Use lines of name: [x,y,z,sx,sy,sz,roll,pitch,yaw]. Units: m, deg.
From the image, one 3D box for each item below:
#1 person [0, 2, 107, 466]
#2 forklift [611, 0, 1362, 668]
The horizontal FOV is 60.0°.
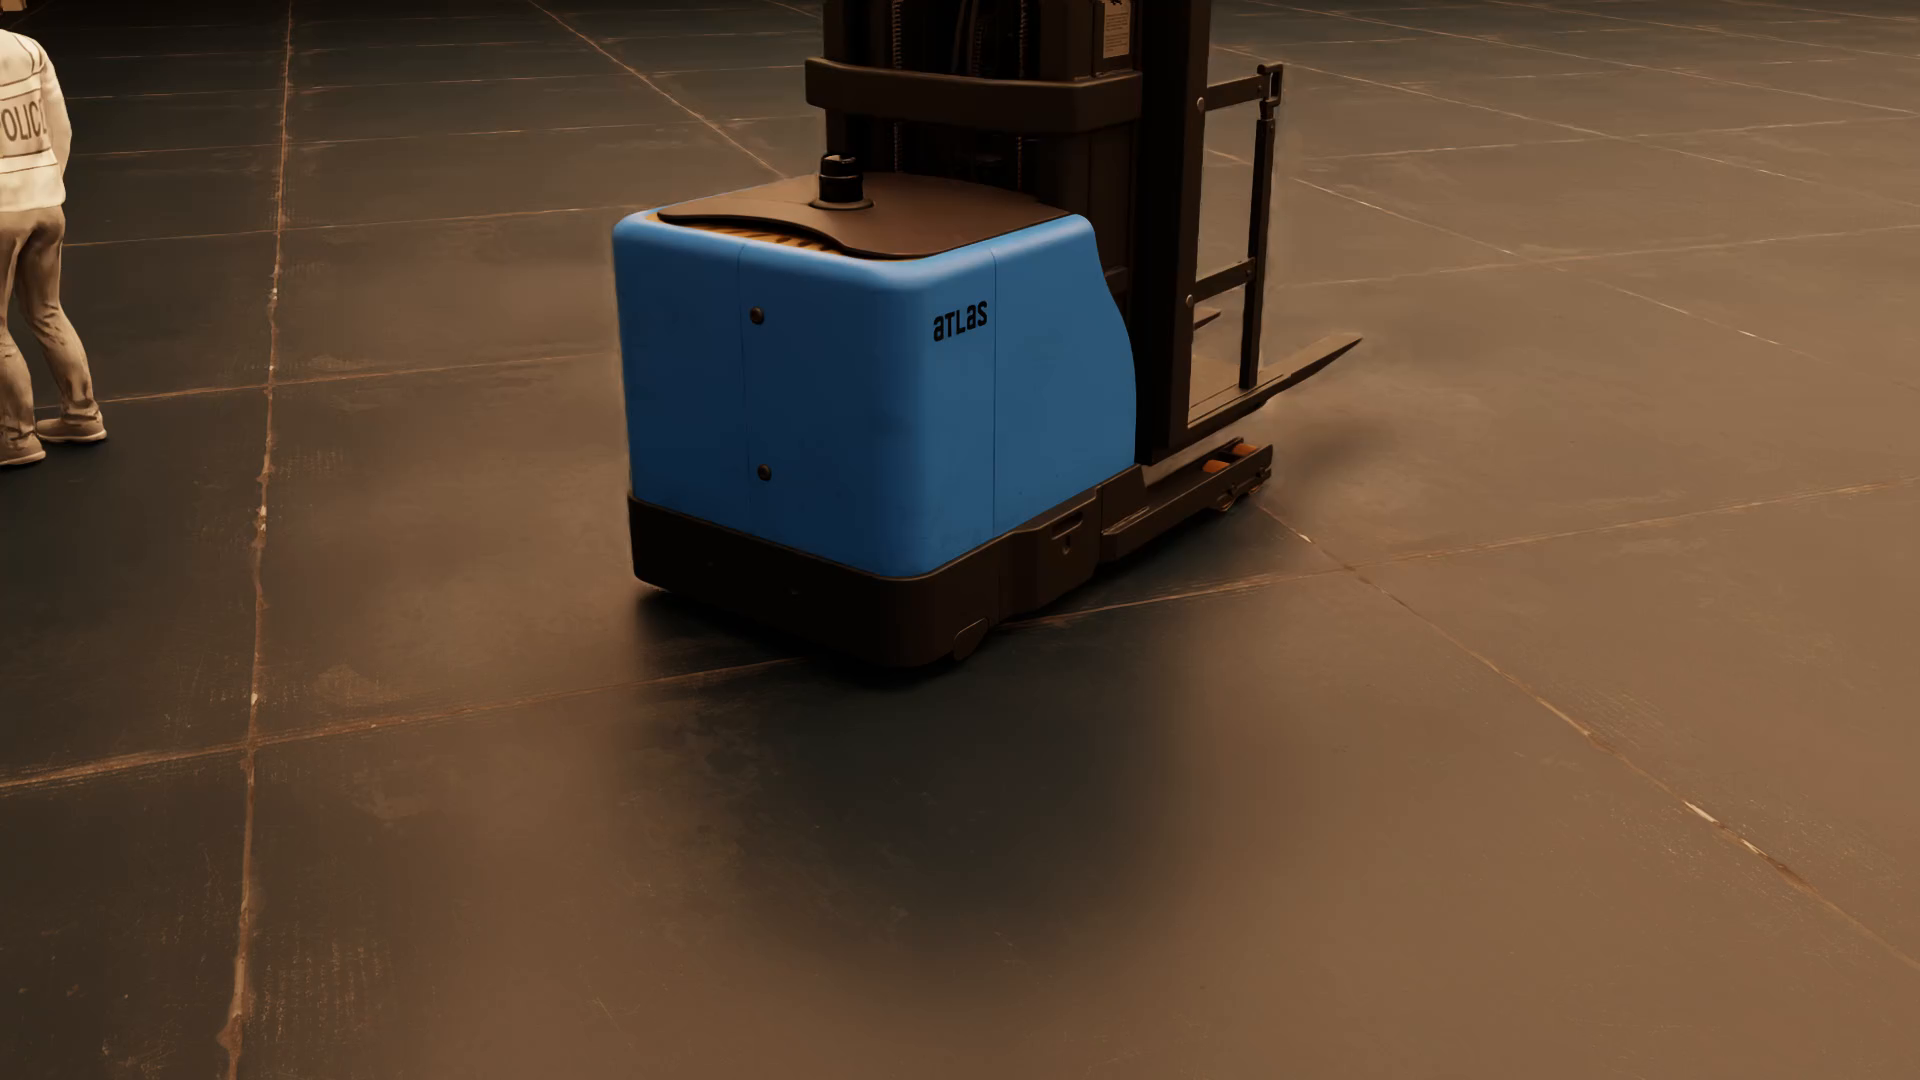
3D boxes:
person: [-3.171,-1.066,5.462,0.446,1.710,0.569,6,24,14]
forklift: [0.366,-1.541,4.962,1.130,2.935,3.031,16,28,34]
